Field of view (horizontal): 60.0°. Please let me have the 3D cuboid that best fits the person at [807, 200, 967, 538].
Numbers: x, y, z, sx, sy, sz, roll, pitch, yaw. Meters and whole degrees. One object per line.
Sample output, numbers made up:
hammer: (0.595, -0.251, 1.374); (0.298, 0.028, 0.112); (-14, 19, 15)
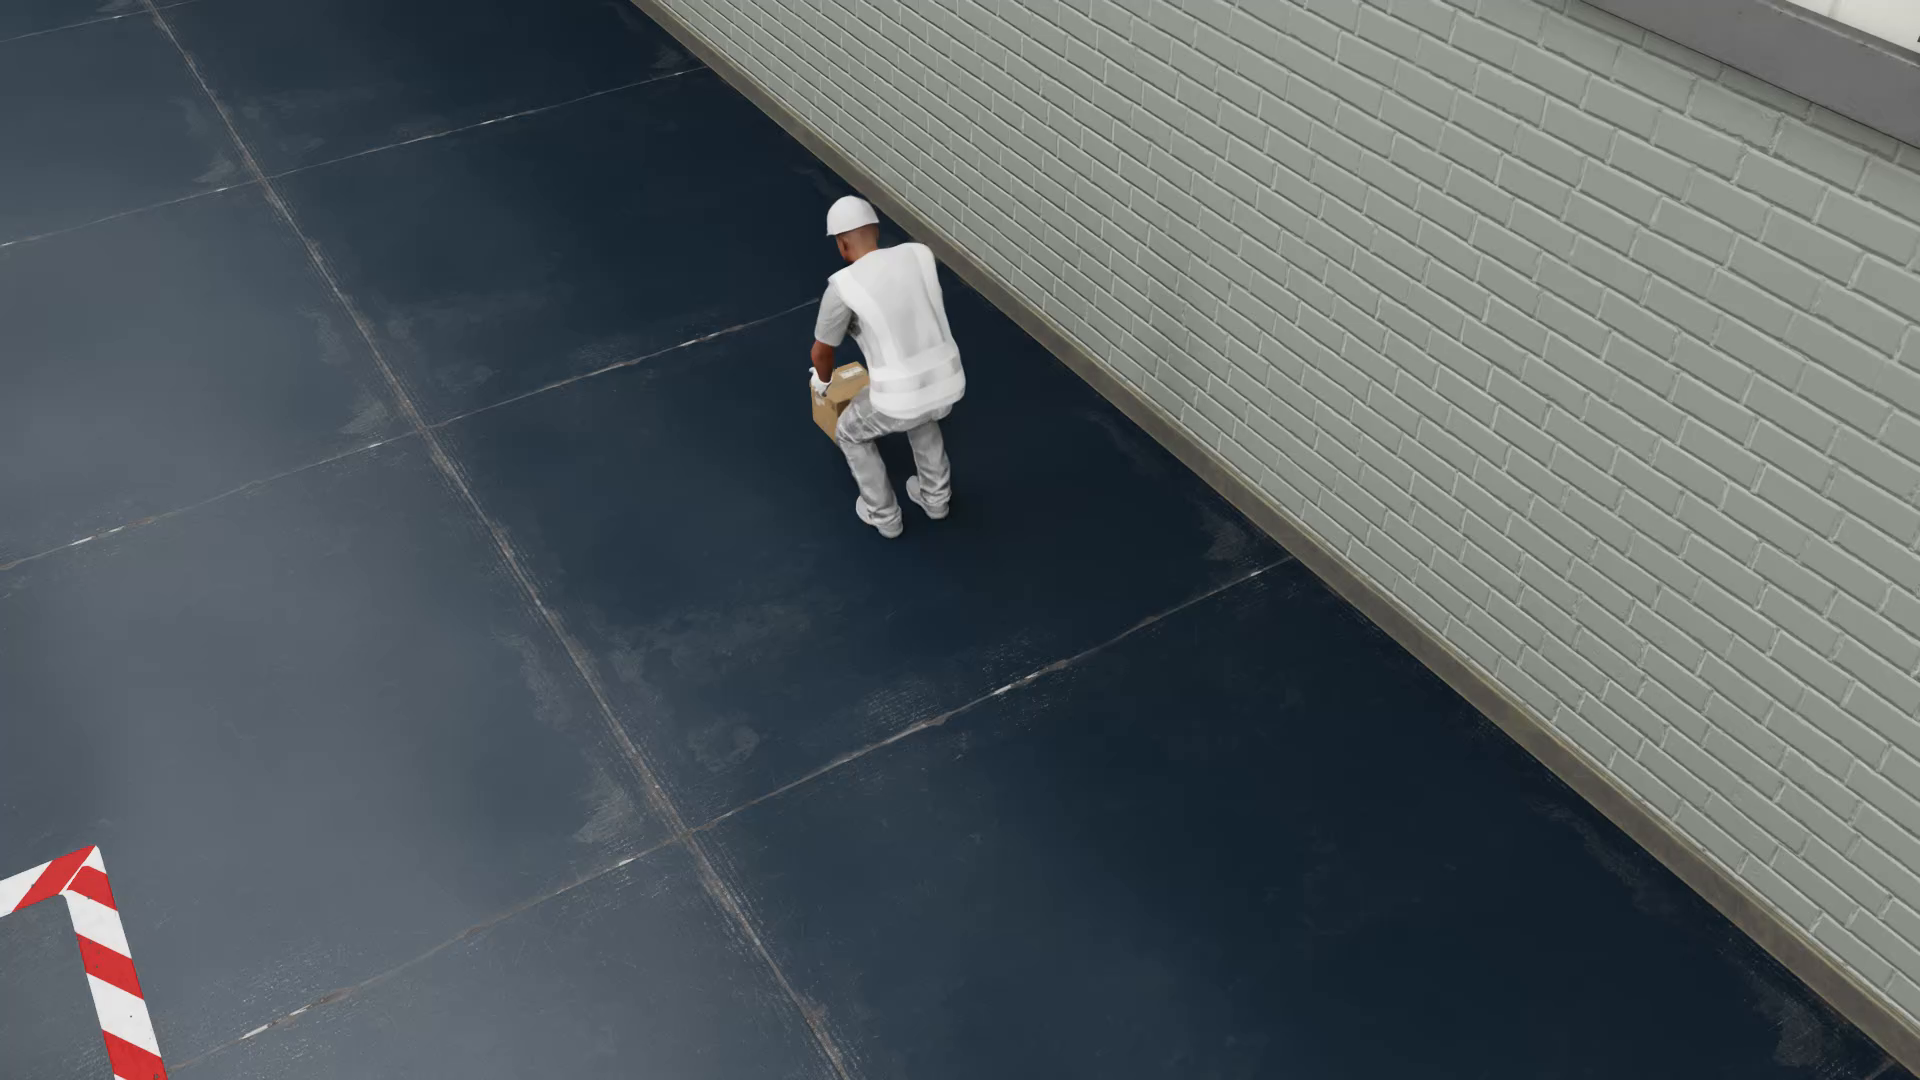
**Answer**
person: (-0.323, -0.701, 7.207); (0.612, 1.470, 0.737); (-22, 45, -24)
